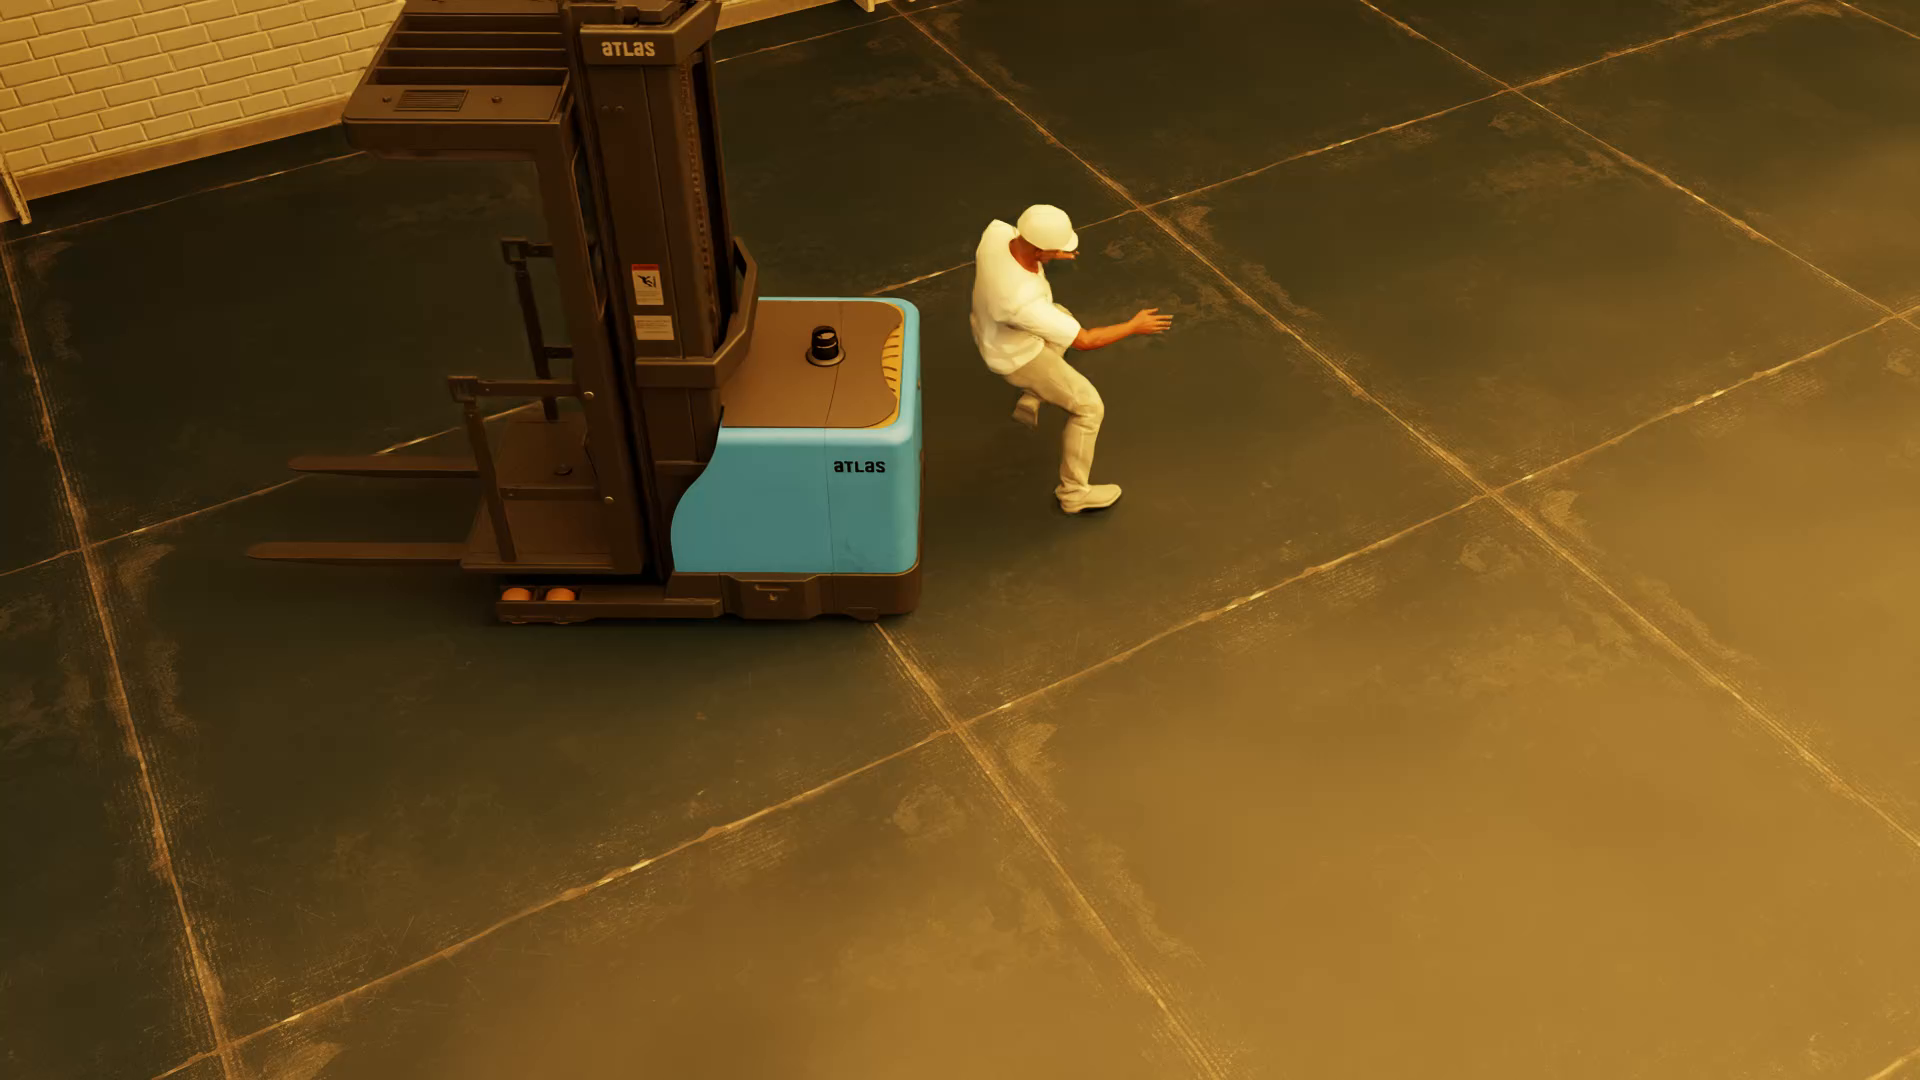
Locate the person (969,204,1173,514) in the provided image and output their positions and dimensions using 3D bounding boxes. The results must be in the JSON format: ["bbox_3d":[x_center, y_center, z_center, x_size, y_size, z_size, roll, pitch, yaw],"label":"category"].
[{"bbox_3d":[0.487,-0.968,7.774,0.832,1.539,0.868,-11,44,-12],"label":"person"}]

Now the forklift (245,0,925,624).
[{"bbox_3d":[-1.689,-1.058,6.839,3.031,2.935,1.130,0,43,0],"label":"forklift"}]
